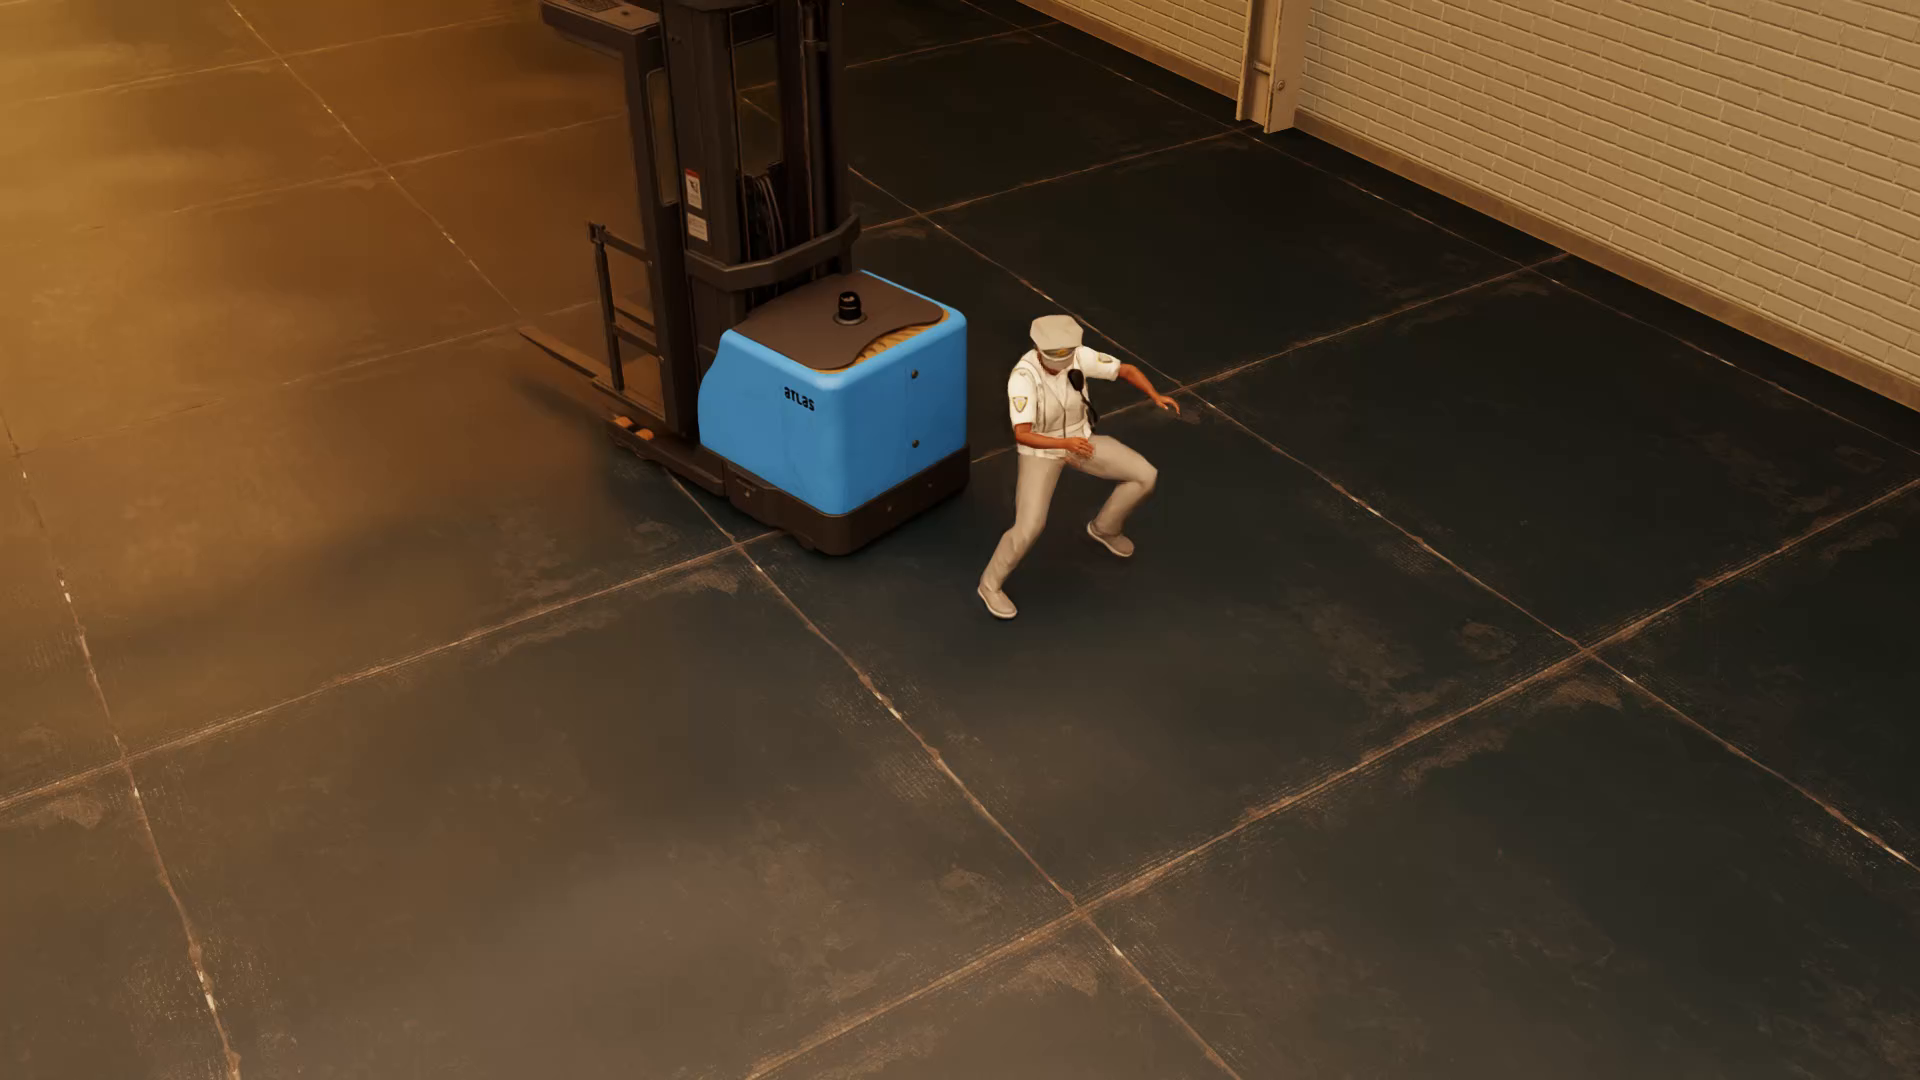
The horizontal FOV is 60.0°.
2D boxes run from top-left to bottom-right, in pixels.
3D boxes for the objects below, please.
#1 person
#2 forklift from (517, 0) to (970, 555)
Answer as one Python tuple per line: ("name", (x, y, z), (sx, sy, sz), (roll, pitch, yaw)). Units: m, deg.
("person", (0.524, -0.386, 8.014), (0.927, 1.409, 0.739), (-14, 37, -19))
("forklift", (-1.369, -1.851, 8.782), (3.031, 2.935, 1.130), (28, 44, 34))
